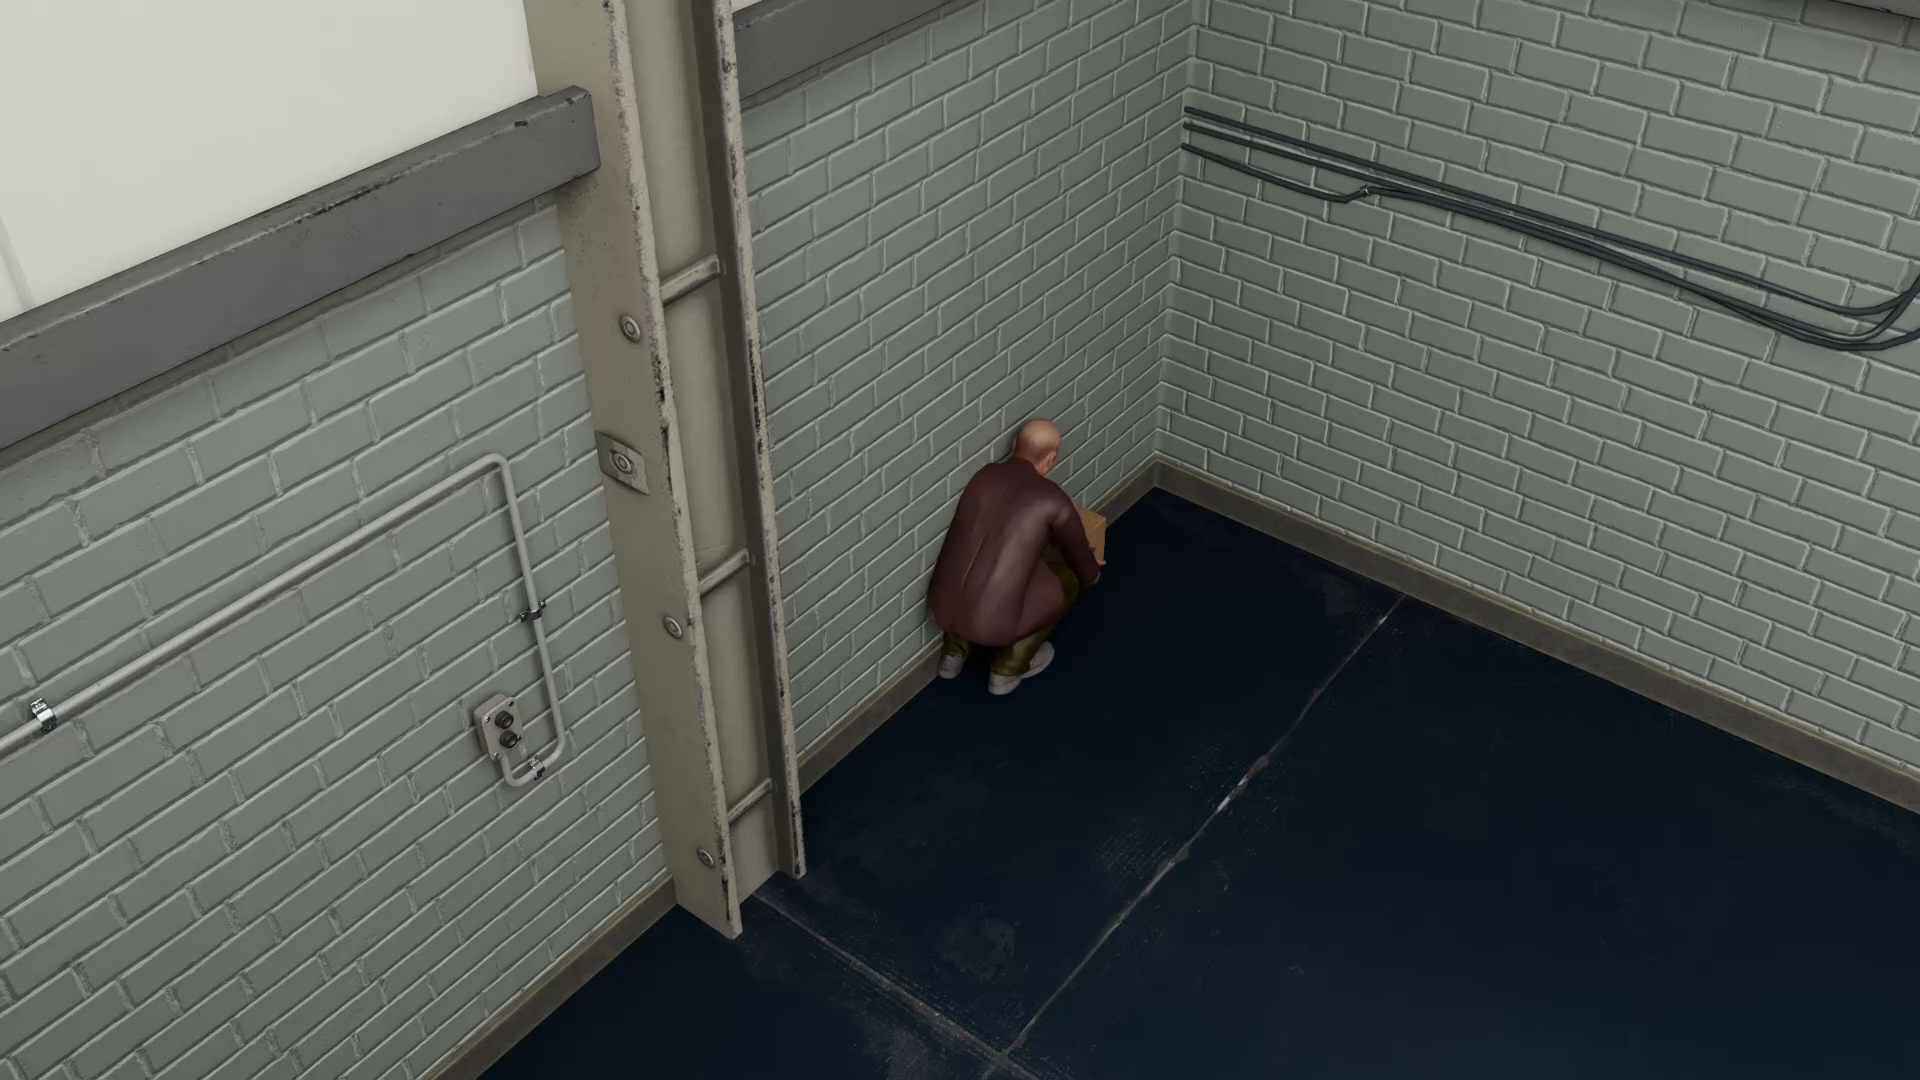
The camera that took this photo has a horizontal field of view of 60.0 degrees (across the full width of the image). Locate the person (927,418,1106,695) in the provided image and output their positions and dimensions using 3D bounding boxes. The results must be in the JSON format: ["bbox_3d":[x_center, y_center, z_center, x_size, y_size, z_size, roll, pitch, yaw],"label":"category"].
[{"bbox_3d":[0.223,0.064,6.730,0.583,0.984,0.926,25,45,28],"label":"person"}]
